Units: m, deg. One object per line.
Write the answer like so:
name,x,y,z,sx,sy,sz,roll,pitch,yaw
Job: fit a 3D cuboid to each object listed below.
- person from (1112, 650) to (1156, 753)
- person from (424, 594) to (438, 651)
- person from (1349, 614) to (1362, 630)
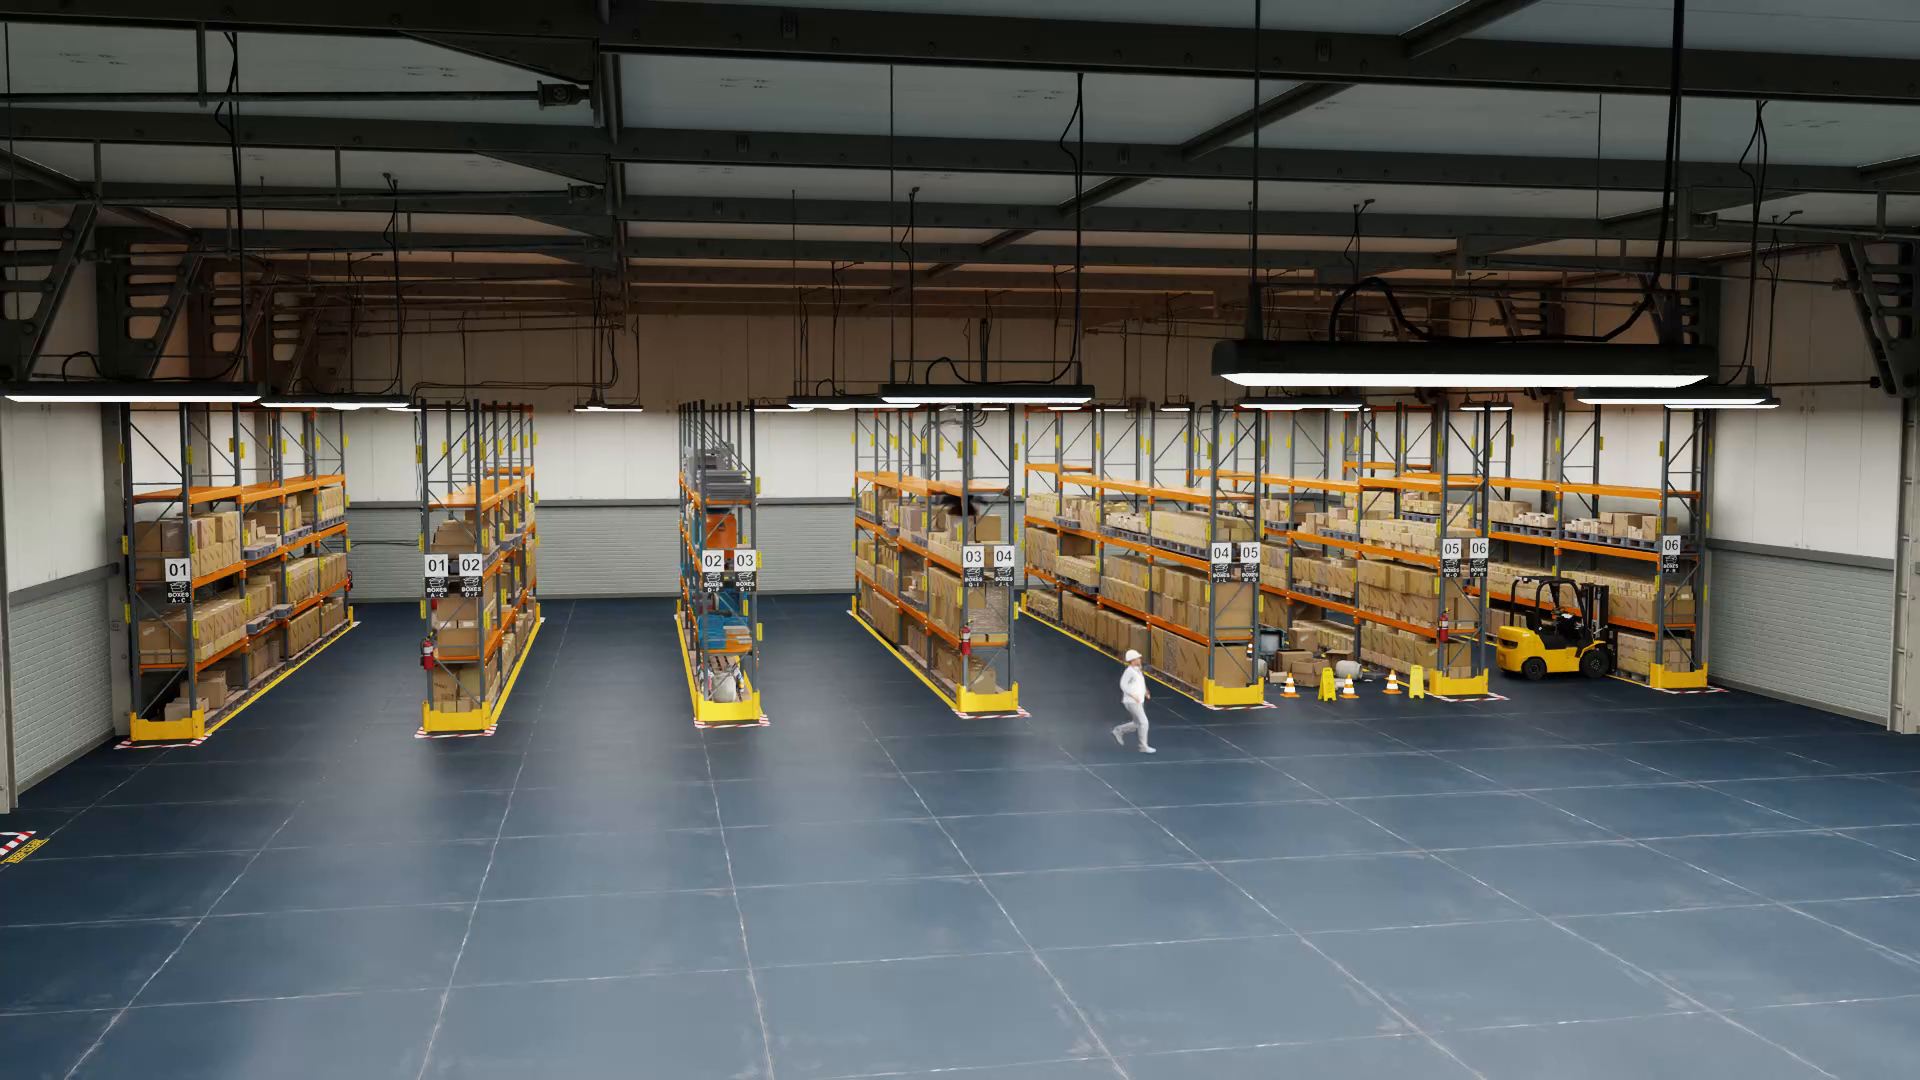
person,2.935,2.732,28.163,0.783,1.742,0.691,1,5,18
person,-12.681,1.836,40.393,0.686,1.774,0.861,-1,4,-9
person,10.126,1.645,42.493,0.662,1.698,0.959,-1,5,-18
